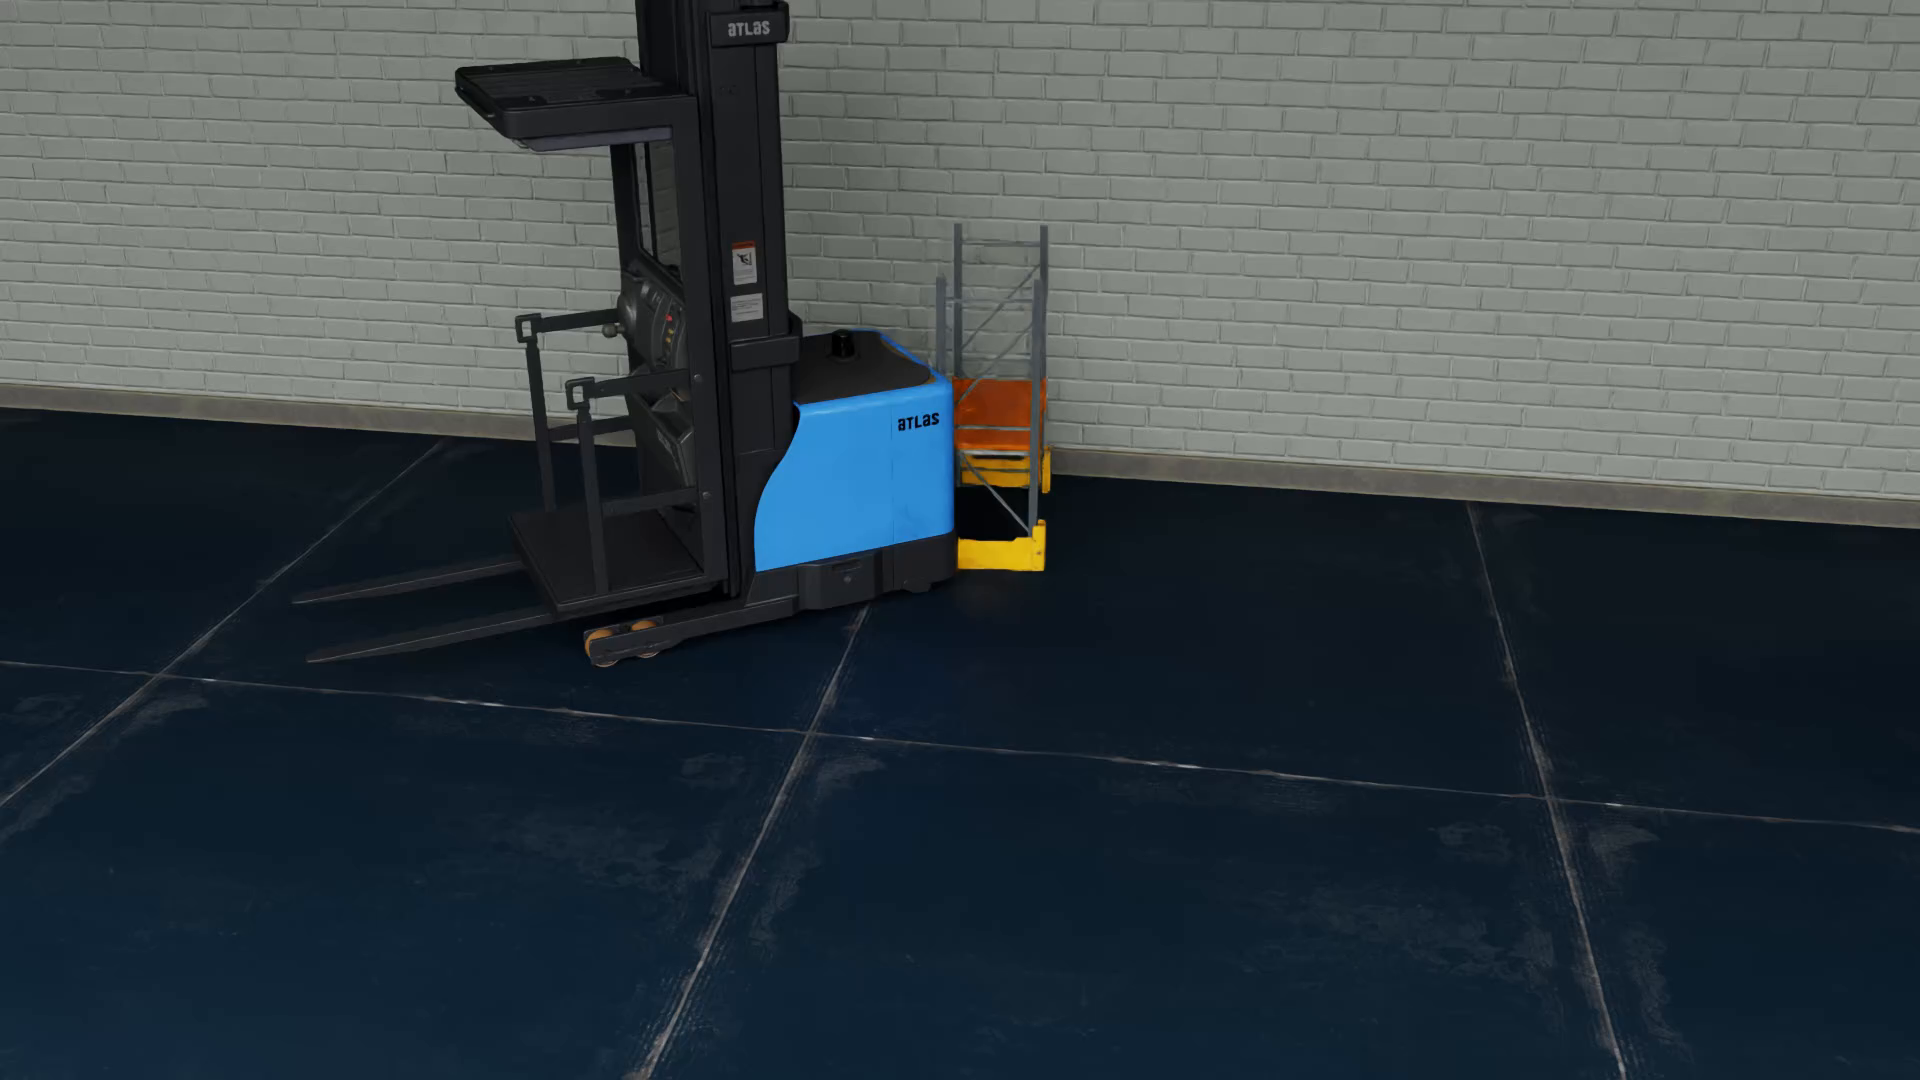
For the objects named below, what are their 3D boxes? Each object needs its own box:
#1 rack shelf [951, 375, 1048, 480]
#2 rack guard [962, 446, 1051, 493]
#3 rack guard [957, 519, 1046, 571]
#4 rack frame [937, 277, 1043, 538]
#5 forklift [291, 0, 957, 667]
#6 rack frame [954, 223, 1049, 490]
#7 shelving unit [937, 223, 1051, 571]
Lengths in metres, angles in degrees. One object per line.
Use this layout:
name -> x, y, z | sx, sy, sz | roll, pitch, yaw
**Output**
rack shelf -> 0.177, -0.599, 8.684 | 0.538, 0.185, 1.000 | 2, 25, 4
rack guard -> 0.213, -0.403, 9.314 | 0.587, 0.250, 0.087 | 2, 25, 4
rack guard -> 0.137, 0.018, 8.415 | 0.587, 0.250, 0.087 | 2, 25, 4
rack frame -> 0.138, -0.547, 8.149 | 0.500, 1.500, 0.032 | 2, 25, 4
forklift -> -1.571, -1.009, 7.448 | 3.031, 2.935, 1.130 | -11, 27, -23
rack frame -> 0.216, -0.977, 9.067 | 0.500, 1.500, 0.032 | 2, 25, 4
shelving unit -> 0.176, -0.758, 8.599 | 0.587, 1.500, 1.083 | 2, 25, 4
